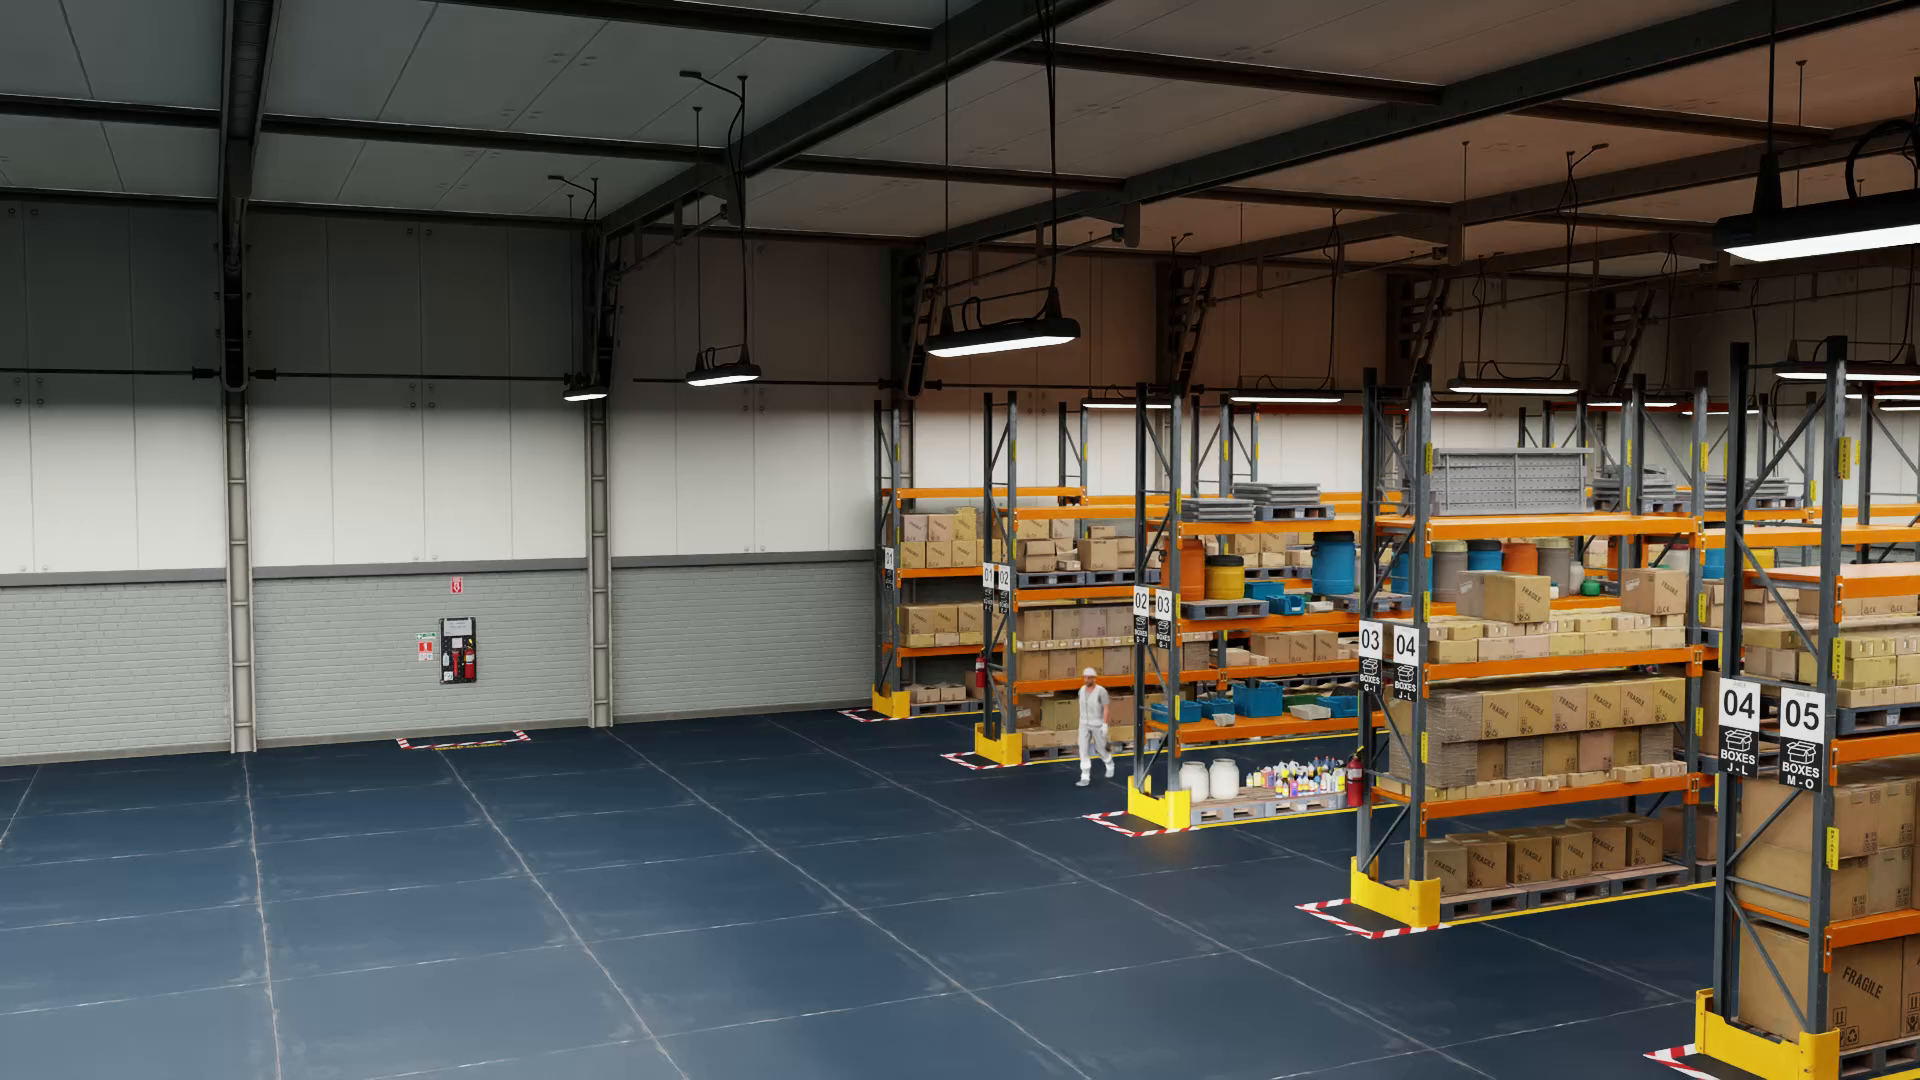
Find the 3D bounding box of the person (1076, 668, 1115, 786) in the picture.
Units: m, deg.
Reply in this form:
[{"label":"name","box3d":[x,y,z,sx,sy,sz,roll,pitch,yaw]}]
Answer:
[{"label":"person","box3d":[2.048,2.813,25.237,0.589,1.774,0.874,2,4,34]}]
